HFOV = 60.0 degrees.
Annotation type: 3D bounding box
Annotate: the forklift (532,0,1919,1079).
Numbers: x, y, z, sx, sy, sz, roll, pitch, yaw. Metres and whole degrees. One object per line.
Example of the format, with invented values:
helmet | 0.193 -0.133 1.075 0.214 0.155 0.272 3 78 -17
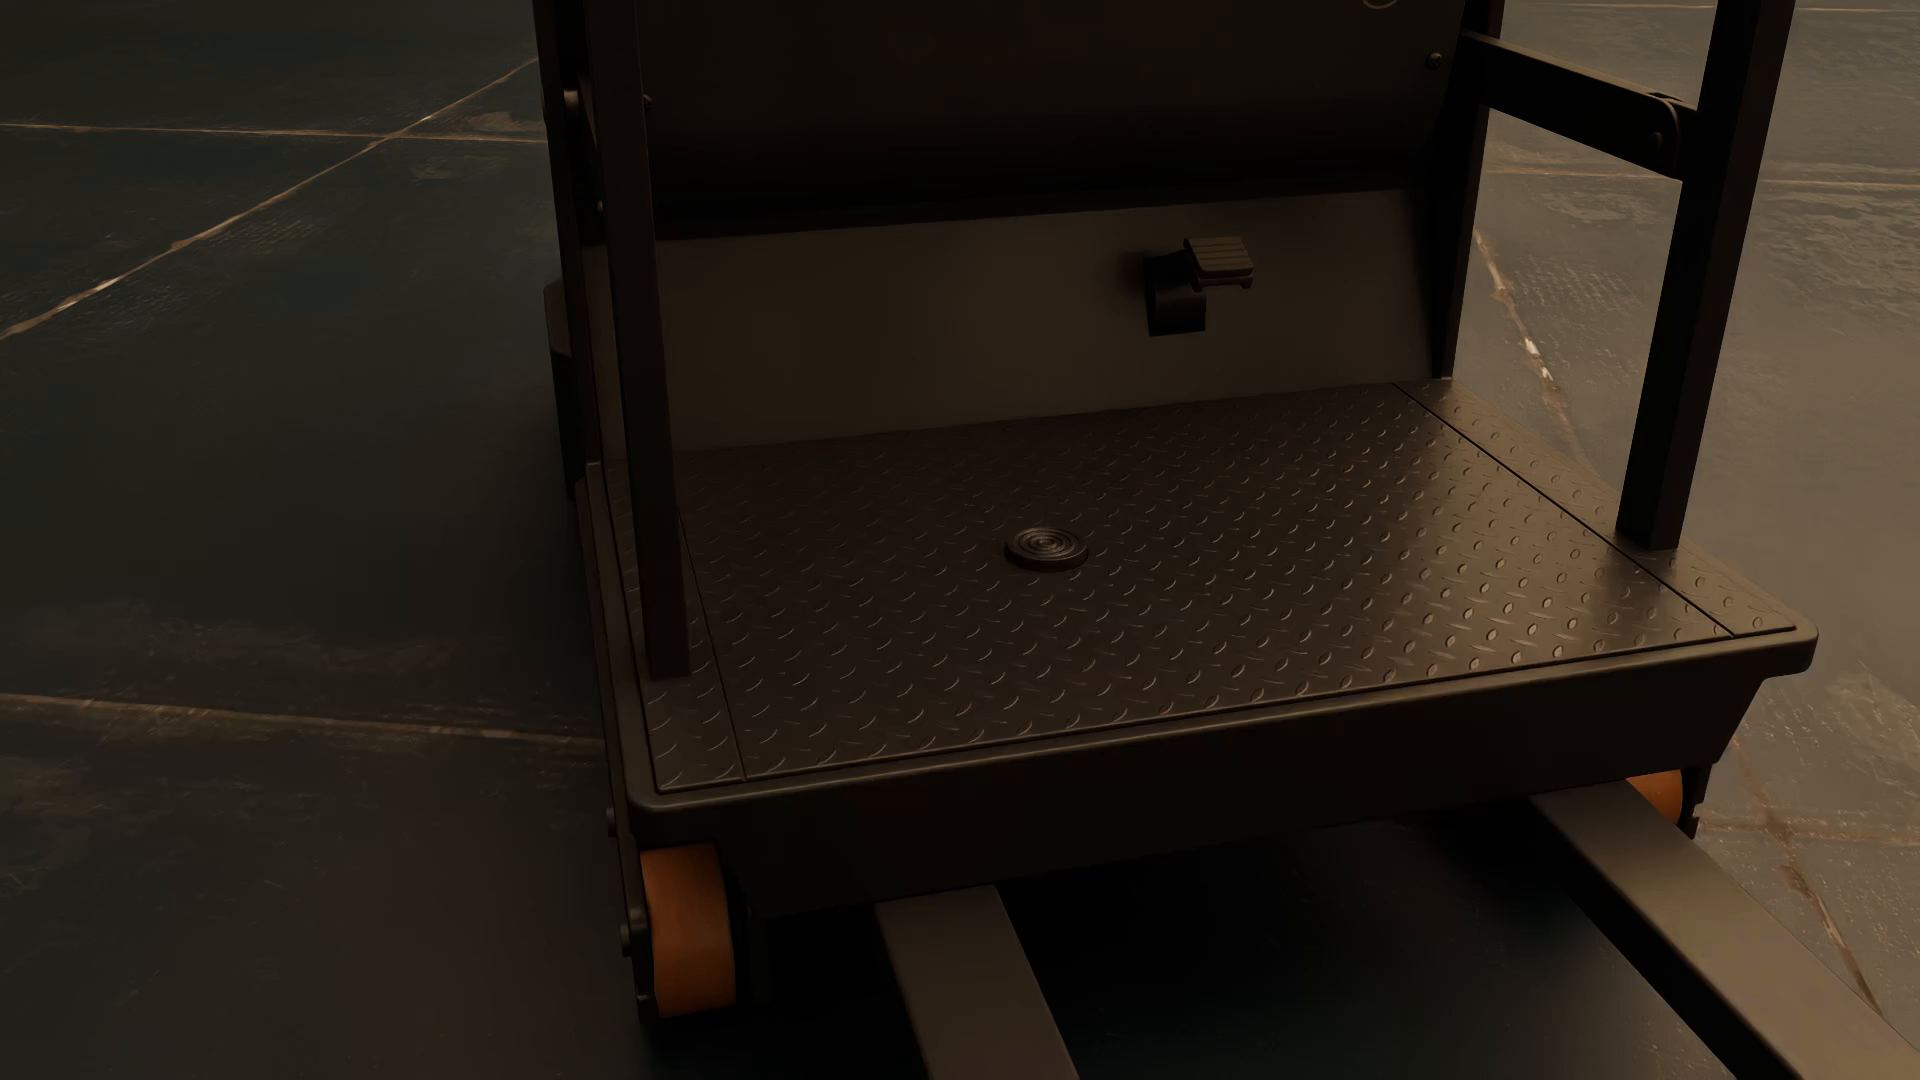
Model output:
forklift | 0.153 -1.049 1.319 1.130 2.935 3.031 -7 27 -13
